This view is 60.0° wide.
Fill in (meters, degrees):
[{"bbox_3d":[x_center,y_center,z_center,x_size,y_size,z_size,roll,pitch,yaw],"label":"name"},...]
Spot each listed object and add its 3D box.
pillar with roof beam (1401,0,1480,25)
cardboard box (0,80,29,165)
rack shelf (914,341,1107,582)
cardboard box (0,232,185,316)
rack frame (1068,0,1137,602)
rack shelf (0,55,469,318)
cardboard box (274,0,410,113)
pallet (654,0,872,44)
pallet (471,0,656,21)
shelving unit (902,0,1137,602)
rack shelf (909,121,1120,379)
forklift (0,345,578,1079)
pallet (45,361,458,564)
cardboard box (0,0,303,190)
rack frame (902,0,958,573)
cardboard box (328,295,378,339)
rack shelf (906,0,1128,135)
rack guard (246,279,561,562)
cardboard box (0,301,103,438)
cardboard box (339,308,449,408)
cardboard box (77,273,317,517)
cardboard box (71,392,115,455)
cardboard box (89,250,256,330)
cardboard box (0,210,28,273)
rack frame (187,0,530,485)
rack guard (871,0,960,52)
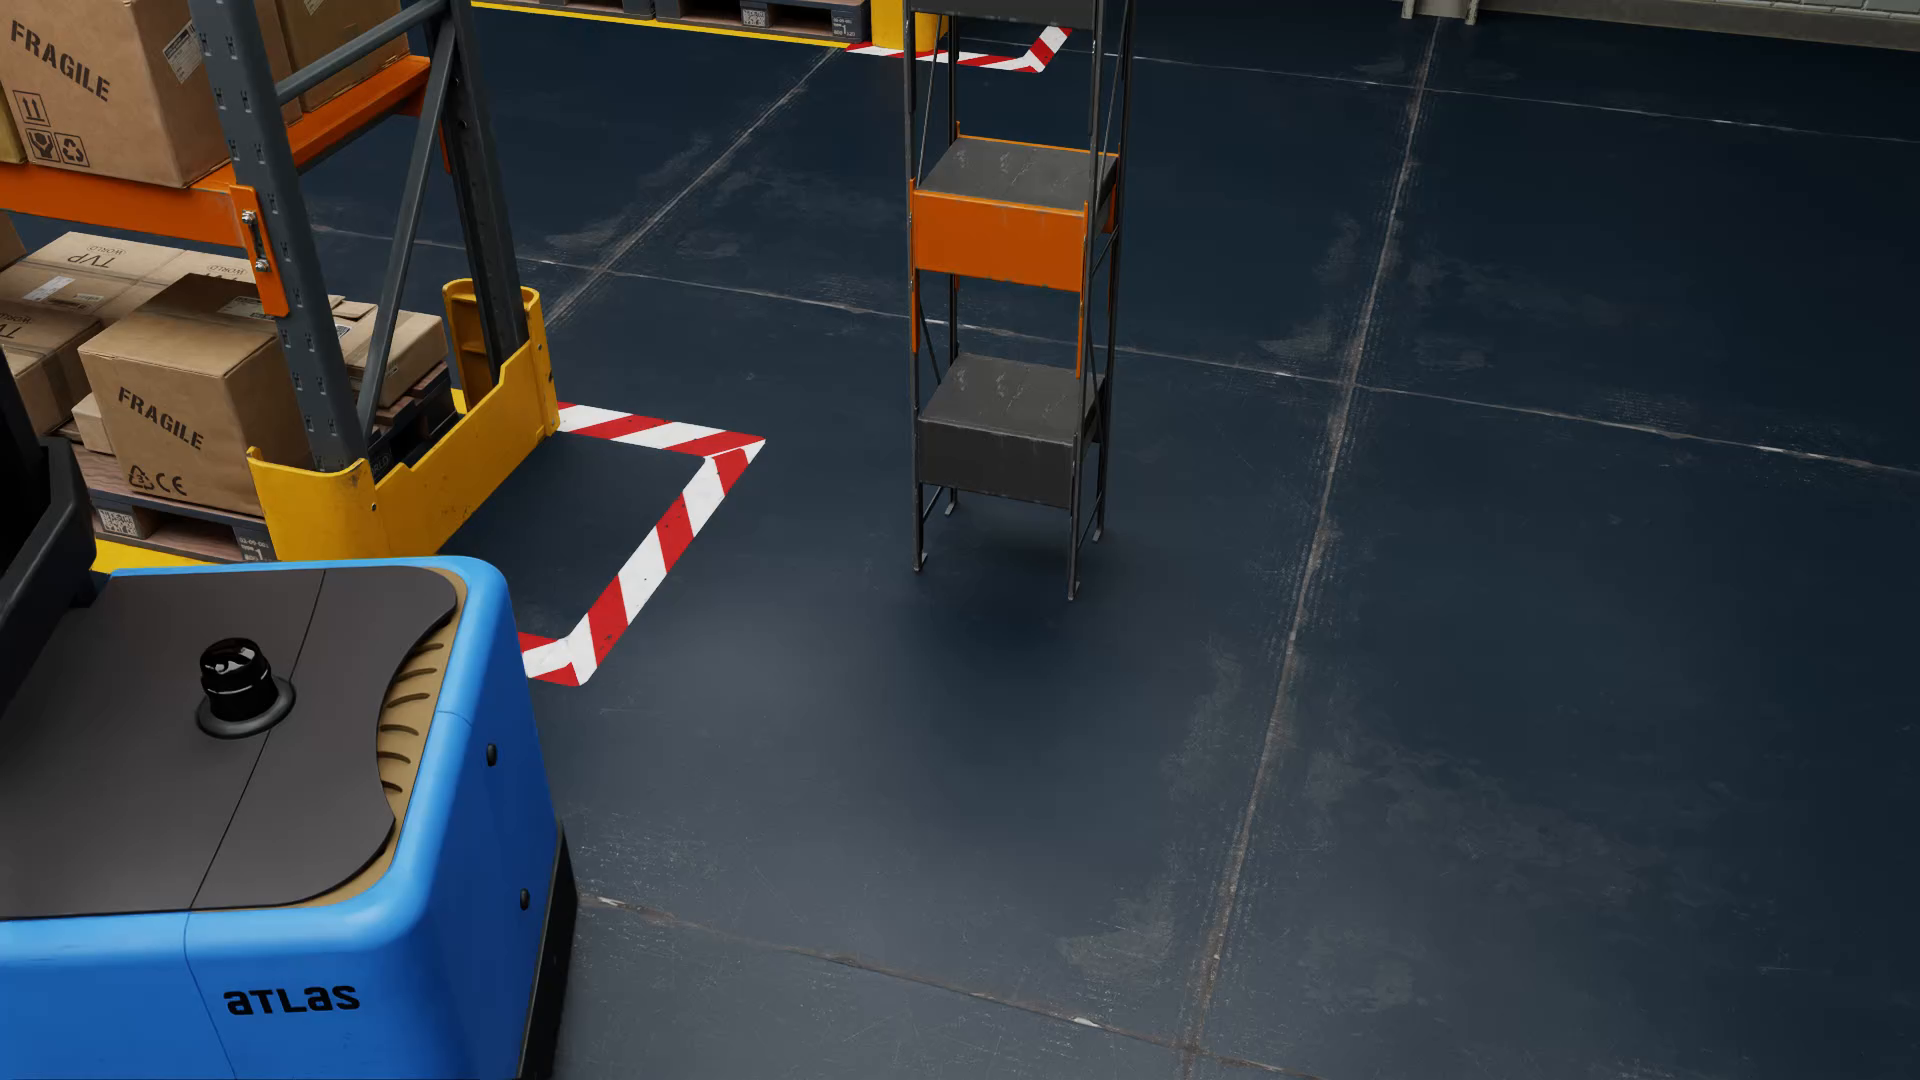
[{"bbox_3d":[1.382,-4.118,3.253,0.400,9.000,9.100,10,38,14],"label":"pillar with roof beam"},{"bbox_3d":[-2.647,-1.377,4.506,0.500,0.500,0.500,11,38,14],"label":"cardboard box"},{"bbox_3d":[0.158,-0.242,5.011,0.480,0.518,0.431,10,38,14],"label":"rack shelf"},{"bbox_3d":[-3.031,-0.825,5.789,0.500,0.250,0.500,10,38,14],"label":"cardboard box"},{"bbox_3d":[0.391,-0.773,4.529,0.015,2.100,0.400,10,38,14],"label":"rack frame"},{"bbox_3d":[-3.551,-1.385,5.209,4.000,0.370,1.077,10,38,14],"label":"rack shelf"},{"bbox_3d":[-1.987,-1.589,4.795,0.500,0.500,0.500,11,38,15],"label":"cardboard box"},{"bbox_3d":[-0.955,-3.099,9.283,1.213,0.211,1.003,10,38,14],"label":"pallet"},{"bbox_3d":[-2.116,-3.316,9.577,1.213,0.211,1.003,10,38,14],"label":"pallet"},{"bbox_3d":[0.158,-0.816,4.588,0.503,2.100,0.431,10,38,14],"label":"shelving unit"},{"bbox_3d":[0.158,-0.805,4.596,0.480,0.518,0.431,10,38,14],"label":"rack shelf"},{"bbox_3d":[-2.393,0.051,2.708,3.031,2.935,1.130,-2,36,-3],"label":"forklift"},{"bbox_3d":[-2.476,-0.352,5.551,1.213,0.211,1.003,10,38,14],"label":"pallet"},{"bbox_3d":[-2.151,-1.287,4.384,0.500,0.500,0.500,12,38,15],"label":"cardboard box"},{"bbox_3d":[-0.075,-0.860,4.646,0.015,2.100,0.400,10,38,14],"label":"rack frame"},{"bbox_3d":[-2.178,-0.670,5.649,0.250,0.166,0.380,10,38,14],"label":"cardboard box"},{"bbox_3d":[0.158,-1.369,4.181,0.480,0.518,0.431,10,38,14],"label":"rack shelf"},{"bbox_3d":[-1.715,-0.328,5.274,0.348,0.500,1.175,10,38,14],"label":"rack guard"},{"bbox_3d":[-3.133,-0.533,5.392,0.500,0.250,0.500,10,38,14],"label":"cardboard box"},{"bbox_3d":[-1.940,-0.619,5.595,0.250,0.149,0.380,10,38,14],"label":"cardboard box"},{"bbox_3d":[-2.235,-0.449,5.067,0.500,0.500,0.500,10,38,14],"label":"cardboard box"},{"bbox_3d":[-2.595,-0.437,5.332,0.250,0.166,0.380,10,38,14],"label":"cardboard box"},{"bbox_3d":[-2.554,-0.736,5.668,0.500,0.250,0.500,10,38,14],"label":"cardboard box"},{"bbox_3d":[-3.666,-0.871,5.638,0.637,0.503,0.797,10,38,14],"label":"cardboard box"},{"bbox_3d":[-1.642,-1.322,4.515,0.127,3.000,1.000,10,38,14],"label":"rack frame"},{"bbox_3d":[-0.146,-3.114,9.059,0.348,0.500,1.175,10,38,14],"label":"rack guard"}]
